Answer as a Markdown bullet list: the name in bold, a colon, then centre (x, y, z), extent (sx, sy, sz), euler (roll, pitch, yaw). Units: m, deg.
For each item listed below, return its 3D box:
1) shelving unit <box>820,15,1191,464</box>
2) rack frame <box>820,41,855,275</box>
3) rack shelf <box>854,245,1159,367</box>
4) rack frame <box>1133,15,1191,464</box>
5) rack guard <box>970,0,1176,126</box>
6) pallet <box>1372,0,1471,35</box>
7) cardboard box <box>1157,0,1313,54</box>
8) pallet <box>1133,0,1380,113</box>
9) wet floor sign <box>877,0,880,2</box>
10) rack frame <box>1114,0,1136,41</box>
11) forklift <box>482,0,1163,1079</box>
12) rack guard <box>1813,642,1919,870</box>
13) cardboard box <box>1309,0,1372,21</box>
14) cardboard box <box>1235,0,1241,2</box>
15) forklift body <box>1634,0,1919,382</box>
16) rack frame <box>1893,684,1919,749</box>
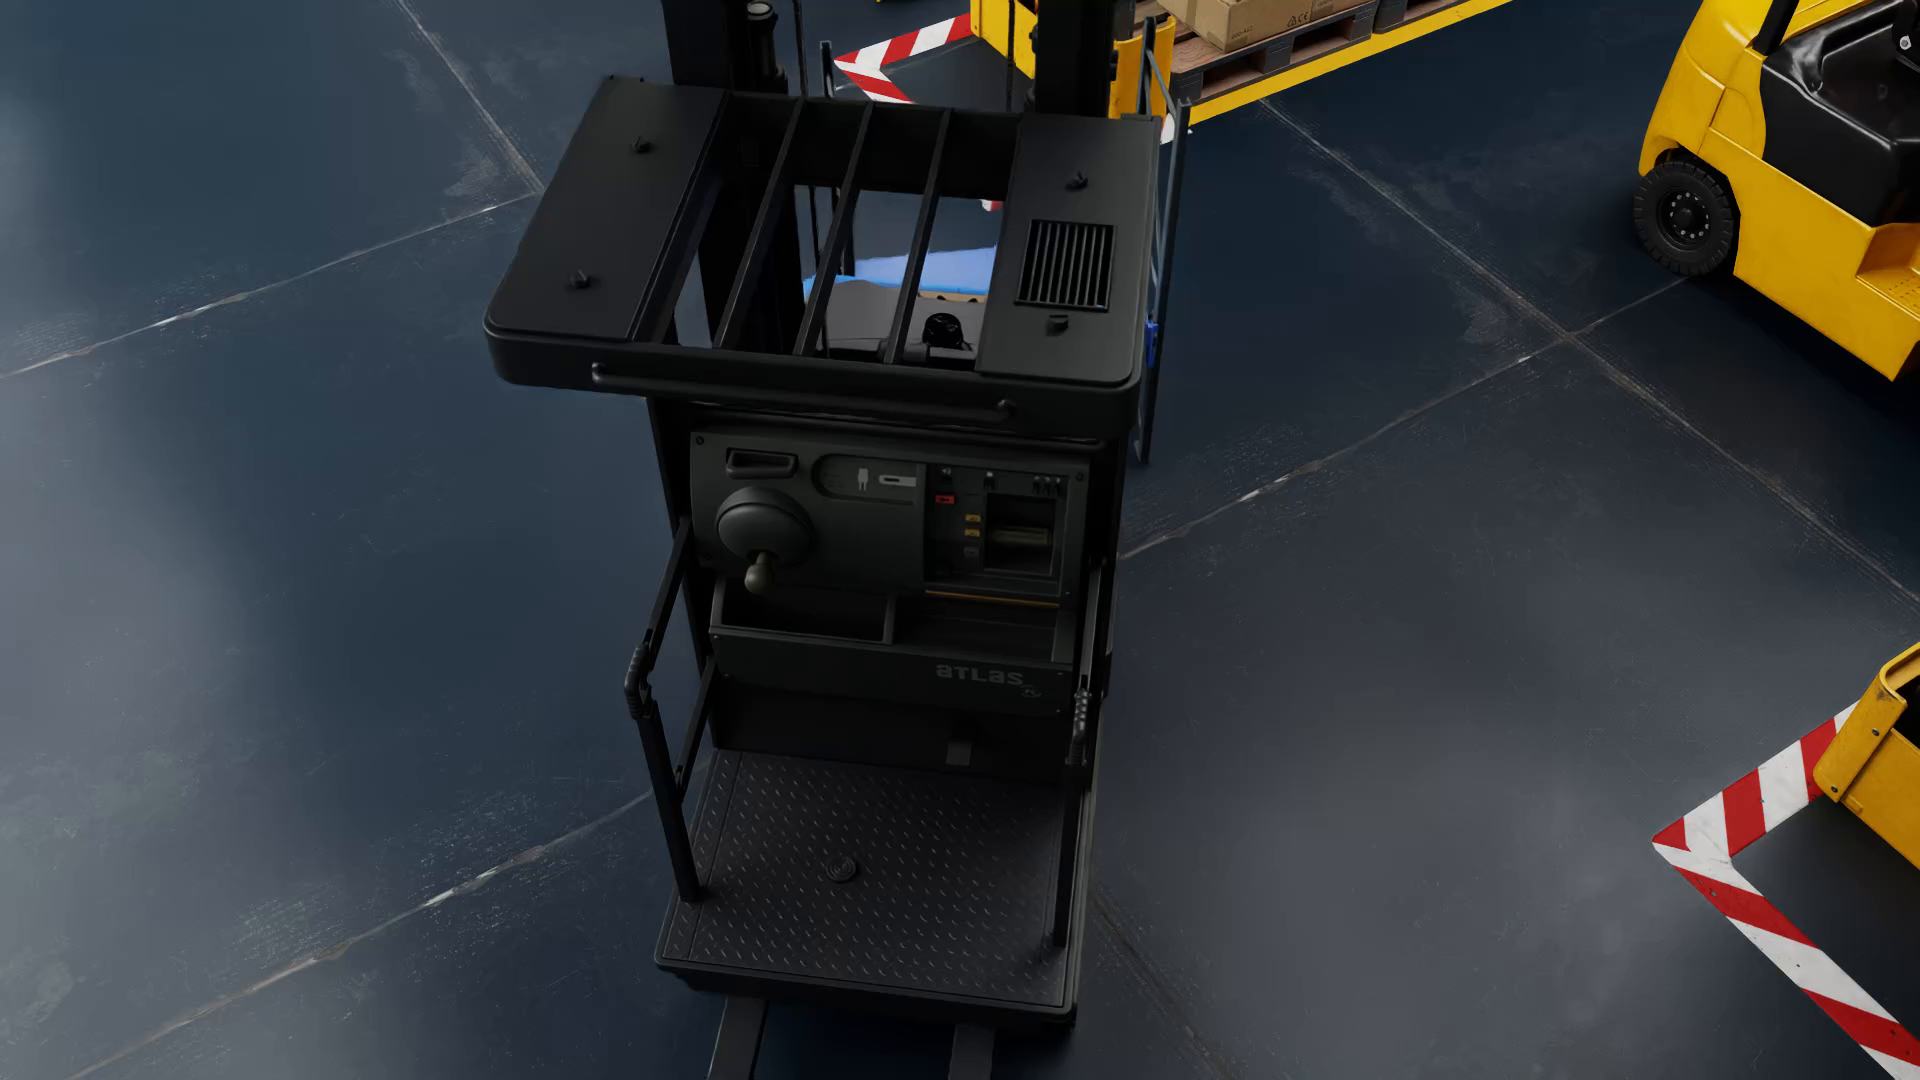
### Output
- **shelving unit**: centre (0.125, -0.904, 5.551), extent (1.048, 1.500, 0.538), euler (-6, 49, -6)
- **rack frame**: centre (-0.378, -0.849, 5.502), extent (0.032, 1.500, 0.500), euler (-6, 49, -6)
- **rack shelf**: centre (0.125, -0.785, 5.685), extent (1.000, 0.185, 0.538), euler (-6, 49, -6)
- **rack frame**: centre (0.628, -0.959, 5.600), extent (0.032, 1.500, 0.500), euler (-6, 49, -6)
- **rack guard**: centre (0.482, -2.321, 7.482), extent (0.348, 0.500, 1.175), euler (-25, 53, -21)
- **pallet**: centre (2.219, -3.009, 8.289), extent (1.213, 0.211, 1.003), euler (-25, 53, -21)
- **cardboard box**: centre (1.248, -2.494, 7.522), extent (0.500, 0.250, 0.500), euler (-26, 53, -21)
- **pallet**: centre (1.188, -2.526, 7.858), extent (1.213, 0.211, 1.003), euler (-25, 53, -21)
- **wet floor sign**: centre (-0.314, -2.939, 7.935), extent (0.232, 0.644, 0.267), euler (-9, 49, -8)
- **rack frame**: centre (0.418, -3.122, 6.522), extent (0.127, 3.000, 1.000), euler (-25, 53, -21)
- **forklift**: centre (-0.195, 0.058, 3.735), extent (1.130, 2.935, 3.031), euler (6, 49, 5)
- **rack guard**: centre (3.049, 0.853, 4.656), extent (0.348, 0.500, 1.175), euler (-25, 53, -21)
- **cardboard box**: centre (1.683, -2.692, 7.699), extent (0.500, 0.250, 0.500), euler (-23, 52, -20)
- **cardboard box**: centre (1.267, -2.753, 7.251), extent (0.500, 0.500, 0.500), euler (-27, 54, -22)
- **forklift body**: centre (3.700, -1.614, 5.747), extent (1.214, 2.155, 2.313), euler (-25, 53, -21)
- **rack frame**: centre (3.070, 0.012, 3.731), extent (0.127, 3.000, 1.000), euler (-25, 53, -21)
